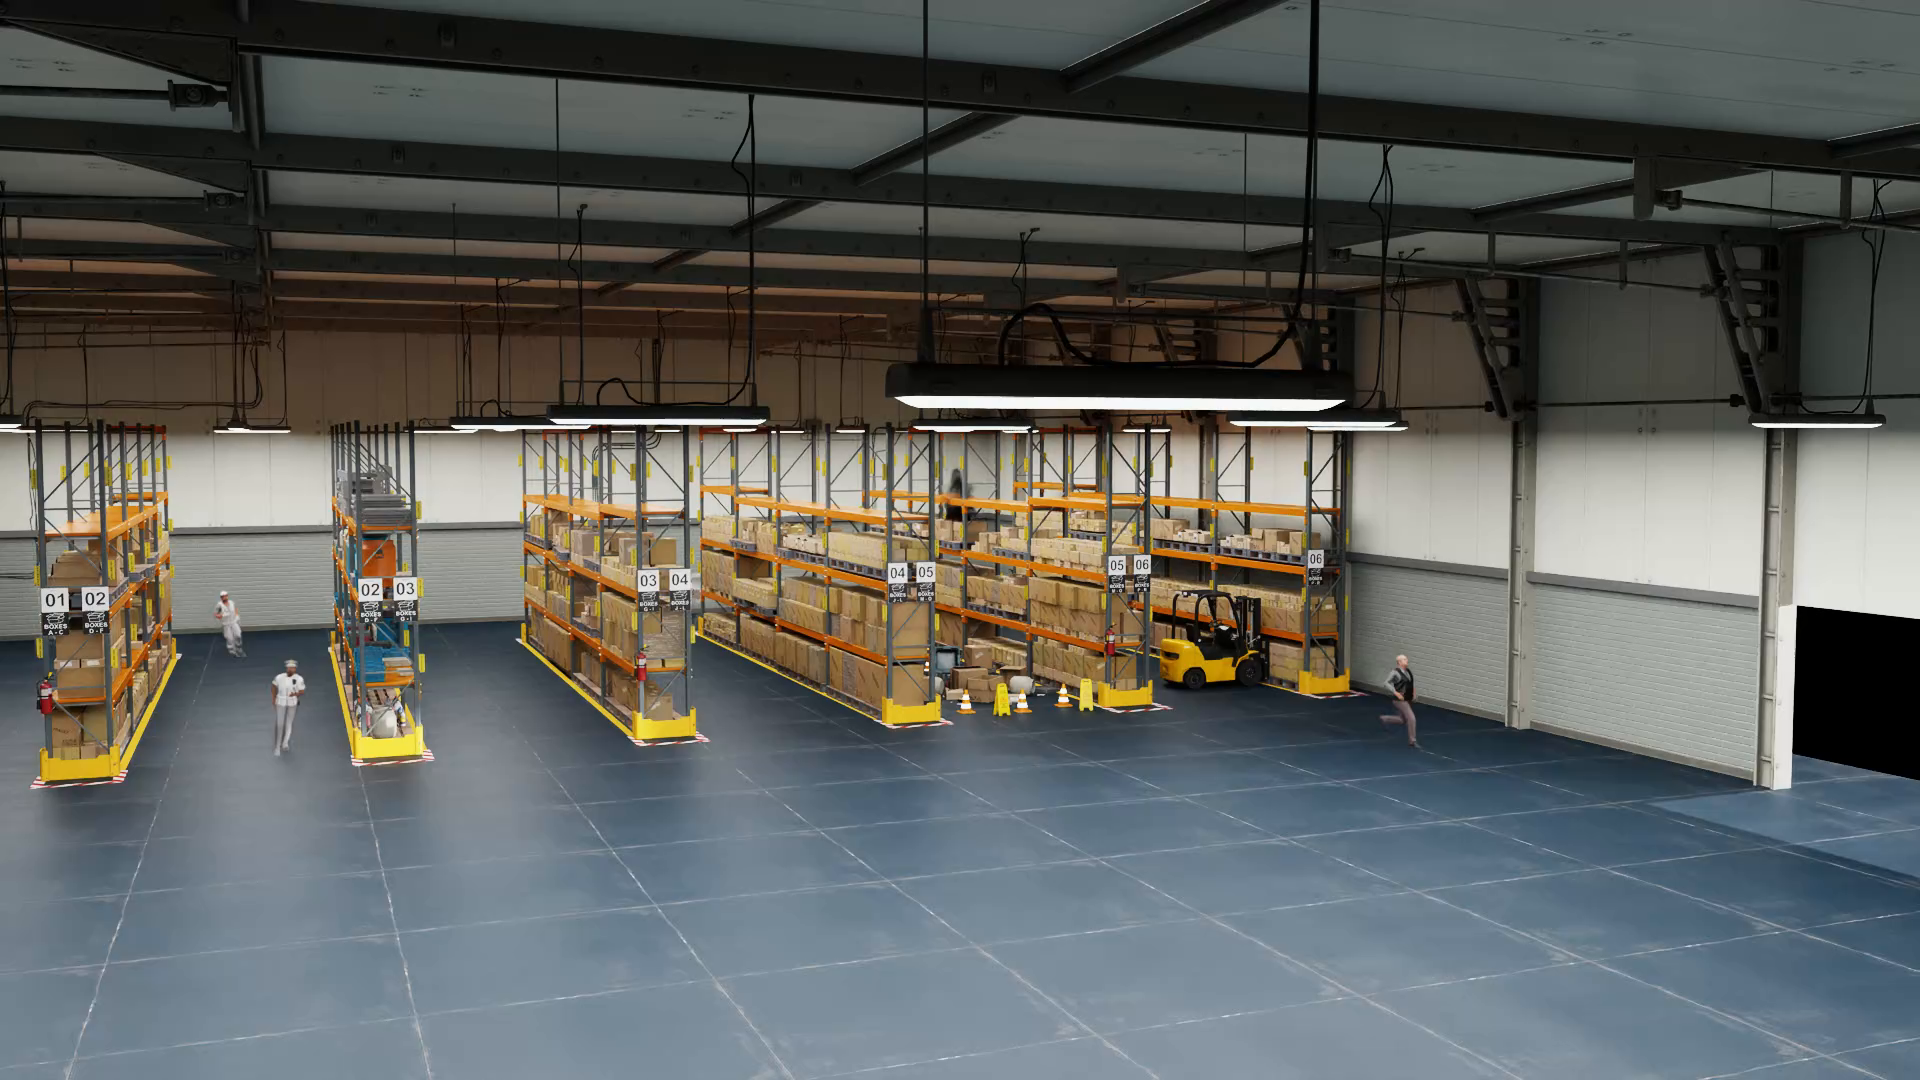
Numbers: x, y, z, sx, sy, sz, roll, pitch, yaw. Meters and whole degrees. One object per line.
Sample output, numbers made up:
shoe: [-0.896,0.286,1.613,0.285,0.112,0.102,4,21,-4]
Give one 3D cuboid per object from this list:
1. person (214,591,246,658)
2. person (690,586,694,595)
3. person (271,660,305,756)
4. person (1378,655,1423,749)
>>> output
person: [-18.836,2.177,42.824,0.727,1.761,0.687,-3,4,-37]
person: [-8.258,1.810,48.901,0.977,1.727,0.782,-4,5,-45]
person: [-12.172,3.020,30.151,0.574,1.731,0.796,-1,4,-22]
person: [8.161,2.977,30.801,0.974,1.707,0.643,3,5,43]
